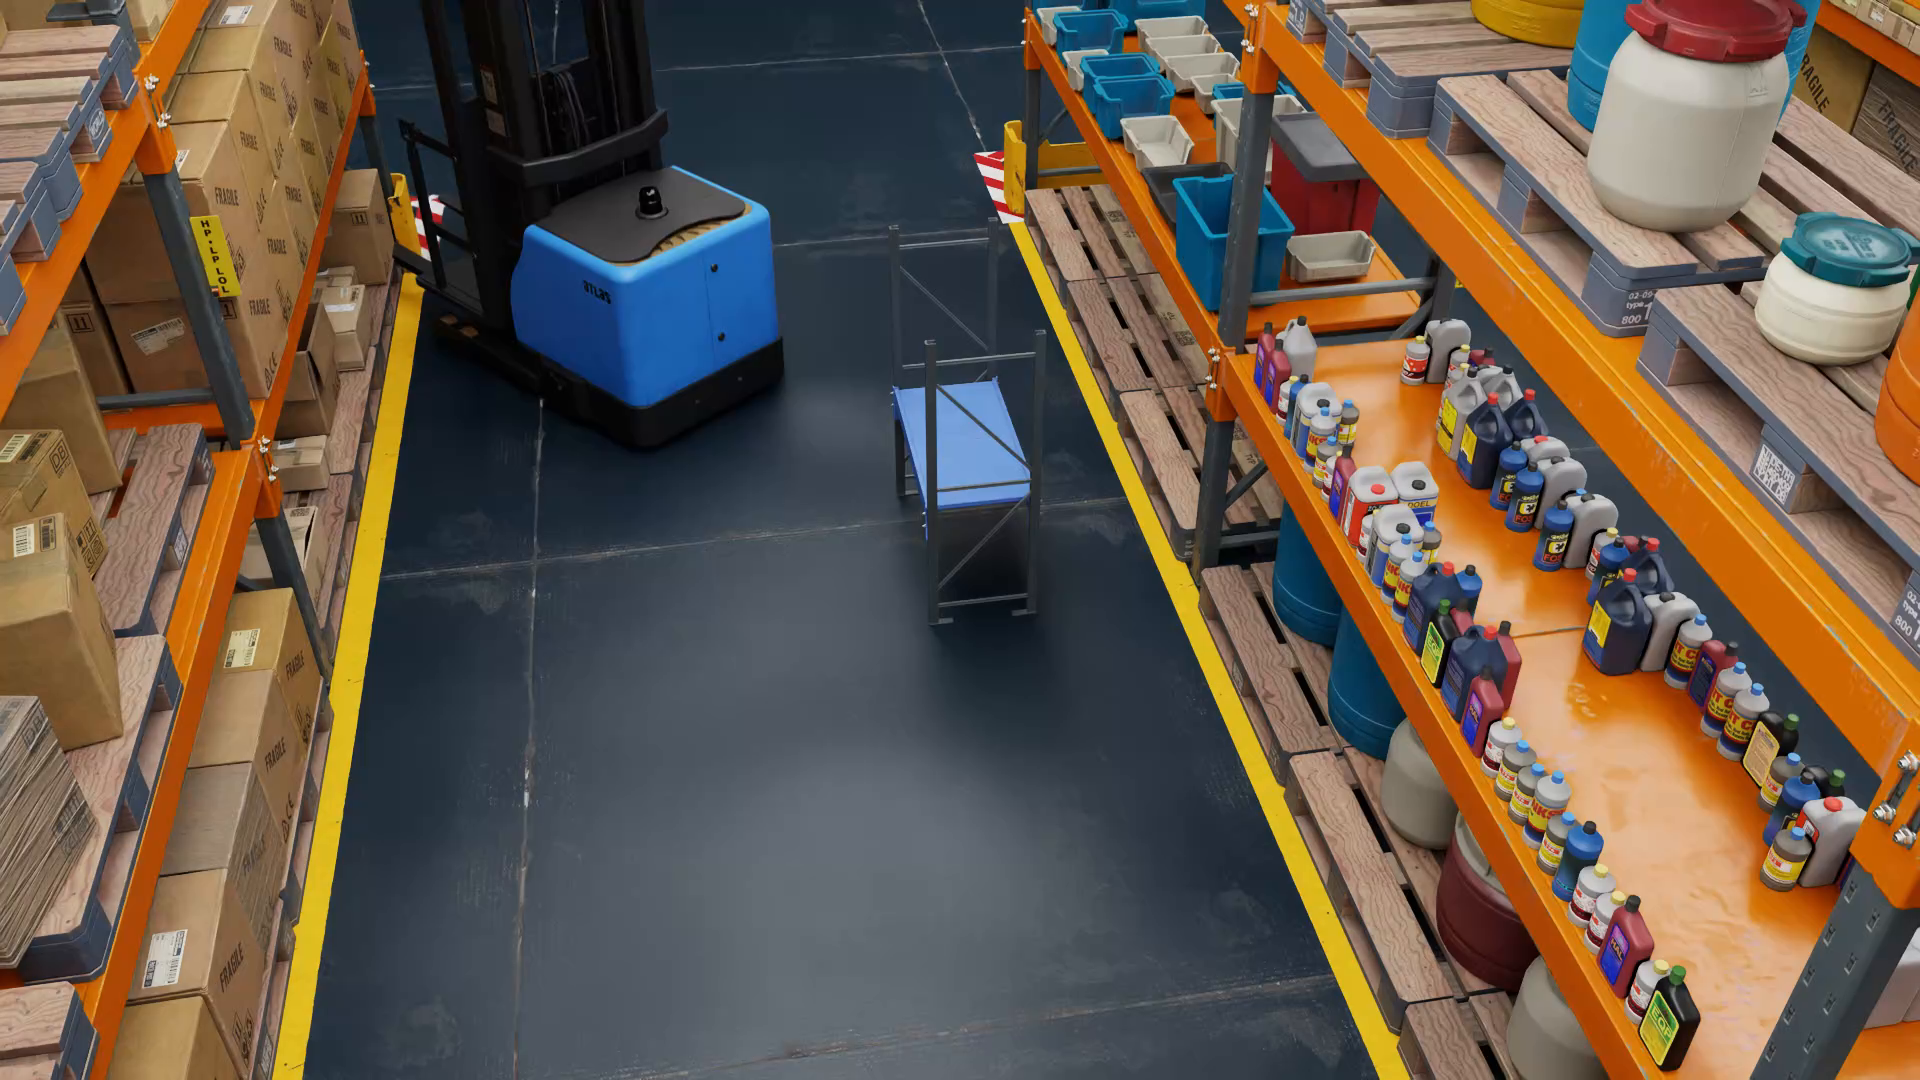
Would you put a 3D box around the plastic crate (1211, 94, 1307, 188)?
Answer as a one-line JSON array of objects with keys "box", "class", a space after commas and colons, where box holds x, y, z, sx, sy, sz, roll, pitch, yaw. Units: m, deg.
[{"box": [1.518, -1.968, 8.285, 0.437, 0.282, 0.530, -6, 38, -8], "class": "plastic crate"}]

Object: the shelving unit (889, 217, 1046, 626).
[{"box": [0.015, -0.541, 7.623, 0.538, 1.500, 1.048, -6, 38, -8], "class": "shelving unit"}]

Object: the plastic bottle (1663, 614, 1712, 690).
[{"box": [2.352, 0.351, 5.357, 0.097, 0.271, 0.097, 0, 38, 0], "class": "plastic bottle"}]

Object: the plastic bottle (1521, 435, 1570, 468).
[{"box": [2.144, -0.271, 6.155, 0.152, 0.276, 0.135, -6, 38, -8], "class": "plastic bottle"}]

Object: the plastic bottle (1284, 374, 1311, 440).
[{"box": [1.327, -0.523, 6.484, 0.097, 0.271, 0.097, 0, 38, 0], "class": "plastic bottle"}]

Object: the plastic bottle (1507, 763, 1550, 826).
[{"box": [1.686, 0.742, 4.911, 0.097, 0.201, 0.097, 0, 38, 0], "class": "plastic bottle"}]

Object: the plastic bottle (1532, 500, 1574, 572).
[{"box": [2.088, -0.023, 5.840, 0.097, 0.271, 0.097, 0, 38, 0], "class": "plastic bottle"}]

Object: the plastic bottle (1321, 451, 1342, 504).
[{"box": [1.402, -0.238, 6.173, 0.097, 0.201, 0.097, 0, 38, 0], "class": "plastic bottle"}]

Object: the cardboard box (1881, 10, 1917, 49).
[{"box": [5.698, -3.028, 9.807, 0.380, 0.149, 0.250, -7, 38, -9], "class": "cardboard box"}]

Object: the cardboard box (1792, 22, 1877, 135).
[{"box": [5.970, -2.946, 10.887, 0.875, 0.875, 0.875, -6, 38, -8], "class": "cardboard box"}]

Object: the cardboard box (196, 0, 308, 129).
[{"box": [-3.351, -2.201, 7.642, 0.500, 0.500, 0.500, -5, 38, -7], "class": "cardboard box"}]

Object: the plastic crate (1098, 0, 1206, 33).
[{"box": [1.145, -3.320, 9.901, 0.616, 0.435, 0.499, -6, 38, -8], "class": "plastic crate"}]

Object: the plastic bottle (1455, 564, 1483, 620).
[{"box": [1.682, 0.197, 5.556, 0.097, 0.271, 0.097, 0, 38, 0], "class": "plastic bottle"}]

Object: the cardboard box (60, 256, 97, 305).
[{"box": [-3.617, -1.230, 6.392, 0.500, 0.500, 0.500, -6, 38, -8], "class": "cardboard box"}]

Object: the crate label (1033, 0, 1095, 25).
[{"box": [0.622, -3.238, 9.960, 0.416, 0.233, 0.303, -6, 38, -8], "class": "crate label"}]

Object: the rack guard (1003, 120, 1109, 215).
[{"box": [0.886, -2.491, 10.948, 1.175, 0.500, 0.348, -6, 38, -8], "class": "rack guard"}]

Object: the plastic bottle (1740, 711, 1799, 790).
[{"box": [2.447, 0.613, 5.011, 0.061, 0.283, 0.133, -6, 38, -8], "class": "plastic bottle"}]

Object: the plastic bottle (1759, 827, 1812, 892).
[{"box": [2.347, 0.895, 4.715, 0.097, 0.201, 0.097, 0, 38, 0], "class": "plastic bottle"}]

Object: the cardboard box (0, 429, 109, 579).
[{"box": [-3.228, -0.005, 5.287, 0.700, 0.500, 0.500, -1, 38, -1], "class": "cardboard box"}]

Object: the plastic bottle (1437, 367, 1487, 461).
[{"box": [1.945, -0.494, 6.381, 0.144, 0.351, 0.185, -6, 38, -8], "class": "plastic bottle"}]

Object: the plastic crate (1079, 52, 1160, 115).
[{"box": [0.853, -2.442, 8.936, 0.416, 0.233, 0.300, -6, 38, -8], "class": "plastic crate"}]

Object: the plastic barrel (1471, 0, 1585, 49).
[{"box": [1.964, -1.944, 5.266, 0.600, 0.588, 0.600, 0, 38, 0], "class": "plastic barrel"}]

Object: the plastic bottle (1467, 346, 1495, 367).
[{"box": [2.077, -0.664, 6.655, 0.061, 0.283, 0.133, -6, 38, -8], "class": "plastic bottle"}]

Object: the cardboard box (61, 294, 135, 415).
[{"box": [-3.614, -0.832, 6.694, 0.500, 0.500, 0.500, -6, 38, -7], "class": "cardboard box"}]

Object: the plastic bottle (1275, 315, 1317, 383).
[{"box": [1.354, -0.757, 6.720, 0.144, 0.351, 0.185, -6, 38, -8], "class": "plastic bottle"}]

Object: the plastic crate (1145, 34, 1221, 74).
[{"box": [1.260, -2.735, 9.391, 0.396, 0.136, 0.243, -6, 38, -8], "class": "plastic crate"}]

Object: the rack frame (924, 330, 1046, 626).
[{"box": [0.104, -0.234, 7.228, 0.500, 1.500, 0.032, -6, 38, -8], "class": "rack frame"}]

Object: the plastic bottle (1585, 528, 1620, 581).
[{"box": [2.255, 0.047, 5.807, 0.097, 0.201, 0.097, 0, 38, 0], "class": "plastic bottle"}]

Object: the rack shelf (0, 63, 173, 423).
[{"box": [-2.923, -0.211, 4.117, 1.077, 0.370, 4.000, -6, 38, -8], "class": "rack shelf"}]

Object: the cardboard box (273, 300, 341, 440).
[{"box": [-3.608, -0.840, 8.463, 0.797, 0.503, 0.637, -6, 38, -8], "class": "cardboard box"}]

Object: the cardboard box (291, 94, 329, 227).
[{"box": [-3.363, -1.813, 7.957, 0.500, 0.500, 0.500, -7, 38, -9], "class": "cardboard box"}]

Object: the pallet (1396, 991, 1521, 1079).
[{"box": [2.126, 1.997, 5.408, 1.003, 0.211, 1.213, -6, 38, -8], "class": "pallet"}]

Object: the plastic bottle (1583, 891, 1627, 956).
[{"box": [1.772, 1.036, 4.533, 0.097, 0.201, 0.097, 0, 38, 0], "class": "plastic bottle"}]

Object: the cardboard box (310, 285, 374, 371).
[{"box": [-3.500, -1.143, 9.059, 0.500, 0.250, 0.500, -6, 38, -8], "class": "cardboard box"}]

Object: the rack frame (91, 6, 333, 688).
[{"box": [-3.273, -0.518, 6.372, 1.000, 3.000, 0.127, -6, 38, -8], "class": "rack frame"}]

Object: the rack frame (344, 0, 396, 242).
[{"box": [-3.975, -2.934, 9.482, 1.000, 3.000, 0.127, -6, 38, -8], "class": "rack frame"}]

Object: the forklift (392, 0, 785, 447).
[{"box": [-2.402, -2.422, 8.879, 3.031, 2.935, 1.130, 29, 46, 32], "class": "forklift"}]

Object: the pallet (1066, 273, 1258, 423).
[{"box": [1.220, -1.126, 9.427, 1.003, 0.211, 1.213, -6, 38, -8], "class": "pallet"}]

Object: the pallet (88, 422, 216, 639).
[{"box": [-3.241, 0.052, 5.794, 1.003, 0.211, 1.213, -6, 38, -8], "class": "pallet"}]

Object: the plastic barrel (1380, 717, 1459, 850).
[{"box": [1.818, 0.877, 6.262, 0.421, 0.512, 0.421, 0, 38, 0], "class": "plastic barrel"}]

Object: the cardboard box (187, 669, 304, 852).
[{"box": [-2.826, 0.862, 6.274, 0.500, 0.500, 0.500, -6, 38, -8], "class": "cardboard box"}]

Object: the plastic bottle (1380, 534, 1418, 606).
[{"box": [1.506, 0.095, 5.687, 0.097, 0.271, 0.097, 0, 38, 0], "class": "plastic bottle"}]

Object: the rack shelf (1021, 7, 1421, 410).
[{"box": [1.253, -1.973, 8.830, 1.077, 0.370, 4.000, -6, 38, -8], "class": "rack shelf"}]

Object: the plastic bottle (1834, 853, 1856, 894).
[{"box": [2.535, 0.914, 4.624, 0.061, 0.283, 0.133, -6, 38, -8], "class": "plastic bottle"}]

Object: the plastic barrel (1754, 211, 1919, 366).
[{"box": [1.973, -0.560, 3.752, 0.301, 0.262, 0.301, 0, 38, 0], "class": "plastic barrel"}]

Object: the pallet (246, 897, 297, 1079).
[{"box": [-2.876, 1.809, 5.650, 1.003, 0.211, 1.213, -6, 38, -8], "class": "pallet"}]

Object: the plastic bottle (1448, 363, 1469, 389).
[{"box": [2.002, -0.613, 6.656, 0.097, 0.201, 0.097, 0, 38, 0], "class": "plastic bottle"}]

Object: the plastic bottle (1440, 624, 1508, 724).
[{"box": [1.627, 0.397, 5.234, 0.144, 0.351, 0.185, -6, 38, -8], "class": "plastic bottle"}]

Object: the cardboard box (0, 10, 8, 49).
[{"box": [-3.258, -1.635, 4.860, 0.600, 0.600, 0.600, -10, 39, -12], "class": "cardboard box"}]
